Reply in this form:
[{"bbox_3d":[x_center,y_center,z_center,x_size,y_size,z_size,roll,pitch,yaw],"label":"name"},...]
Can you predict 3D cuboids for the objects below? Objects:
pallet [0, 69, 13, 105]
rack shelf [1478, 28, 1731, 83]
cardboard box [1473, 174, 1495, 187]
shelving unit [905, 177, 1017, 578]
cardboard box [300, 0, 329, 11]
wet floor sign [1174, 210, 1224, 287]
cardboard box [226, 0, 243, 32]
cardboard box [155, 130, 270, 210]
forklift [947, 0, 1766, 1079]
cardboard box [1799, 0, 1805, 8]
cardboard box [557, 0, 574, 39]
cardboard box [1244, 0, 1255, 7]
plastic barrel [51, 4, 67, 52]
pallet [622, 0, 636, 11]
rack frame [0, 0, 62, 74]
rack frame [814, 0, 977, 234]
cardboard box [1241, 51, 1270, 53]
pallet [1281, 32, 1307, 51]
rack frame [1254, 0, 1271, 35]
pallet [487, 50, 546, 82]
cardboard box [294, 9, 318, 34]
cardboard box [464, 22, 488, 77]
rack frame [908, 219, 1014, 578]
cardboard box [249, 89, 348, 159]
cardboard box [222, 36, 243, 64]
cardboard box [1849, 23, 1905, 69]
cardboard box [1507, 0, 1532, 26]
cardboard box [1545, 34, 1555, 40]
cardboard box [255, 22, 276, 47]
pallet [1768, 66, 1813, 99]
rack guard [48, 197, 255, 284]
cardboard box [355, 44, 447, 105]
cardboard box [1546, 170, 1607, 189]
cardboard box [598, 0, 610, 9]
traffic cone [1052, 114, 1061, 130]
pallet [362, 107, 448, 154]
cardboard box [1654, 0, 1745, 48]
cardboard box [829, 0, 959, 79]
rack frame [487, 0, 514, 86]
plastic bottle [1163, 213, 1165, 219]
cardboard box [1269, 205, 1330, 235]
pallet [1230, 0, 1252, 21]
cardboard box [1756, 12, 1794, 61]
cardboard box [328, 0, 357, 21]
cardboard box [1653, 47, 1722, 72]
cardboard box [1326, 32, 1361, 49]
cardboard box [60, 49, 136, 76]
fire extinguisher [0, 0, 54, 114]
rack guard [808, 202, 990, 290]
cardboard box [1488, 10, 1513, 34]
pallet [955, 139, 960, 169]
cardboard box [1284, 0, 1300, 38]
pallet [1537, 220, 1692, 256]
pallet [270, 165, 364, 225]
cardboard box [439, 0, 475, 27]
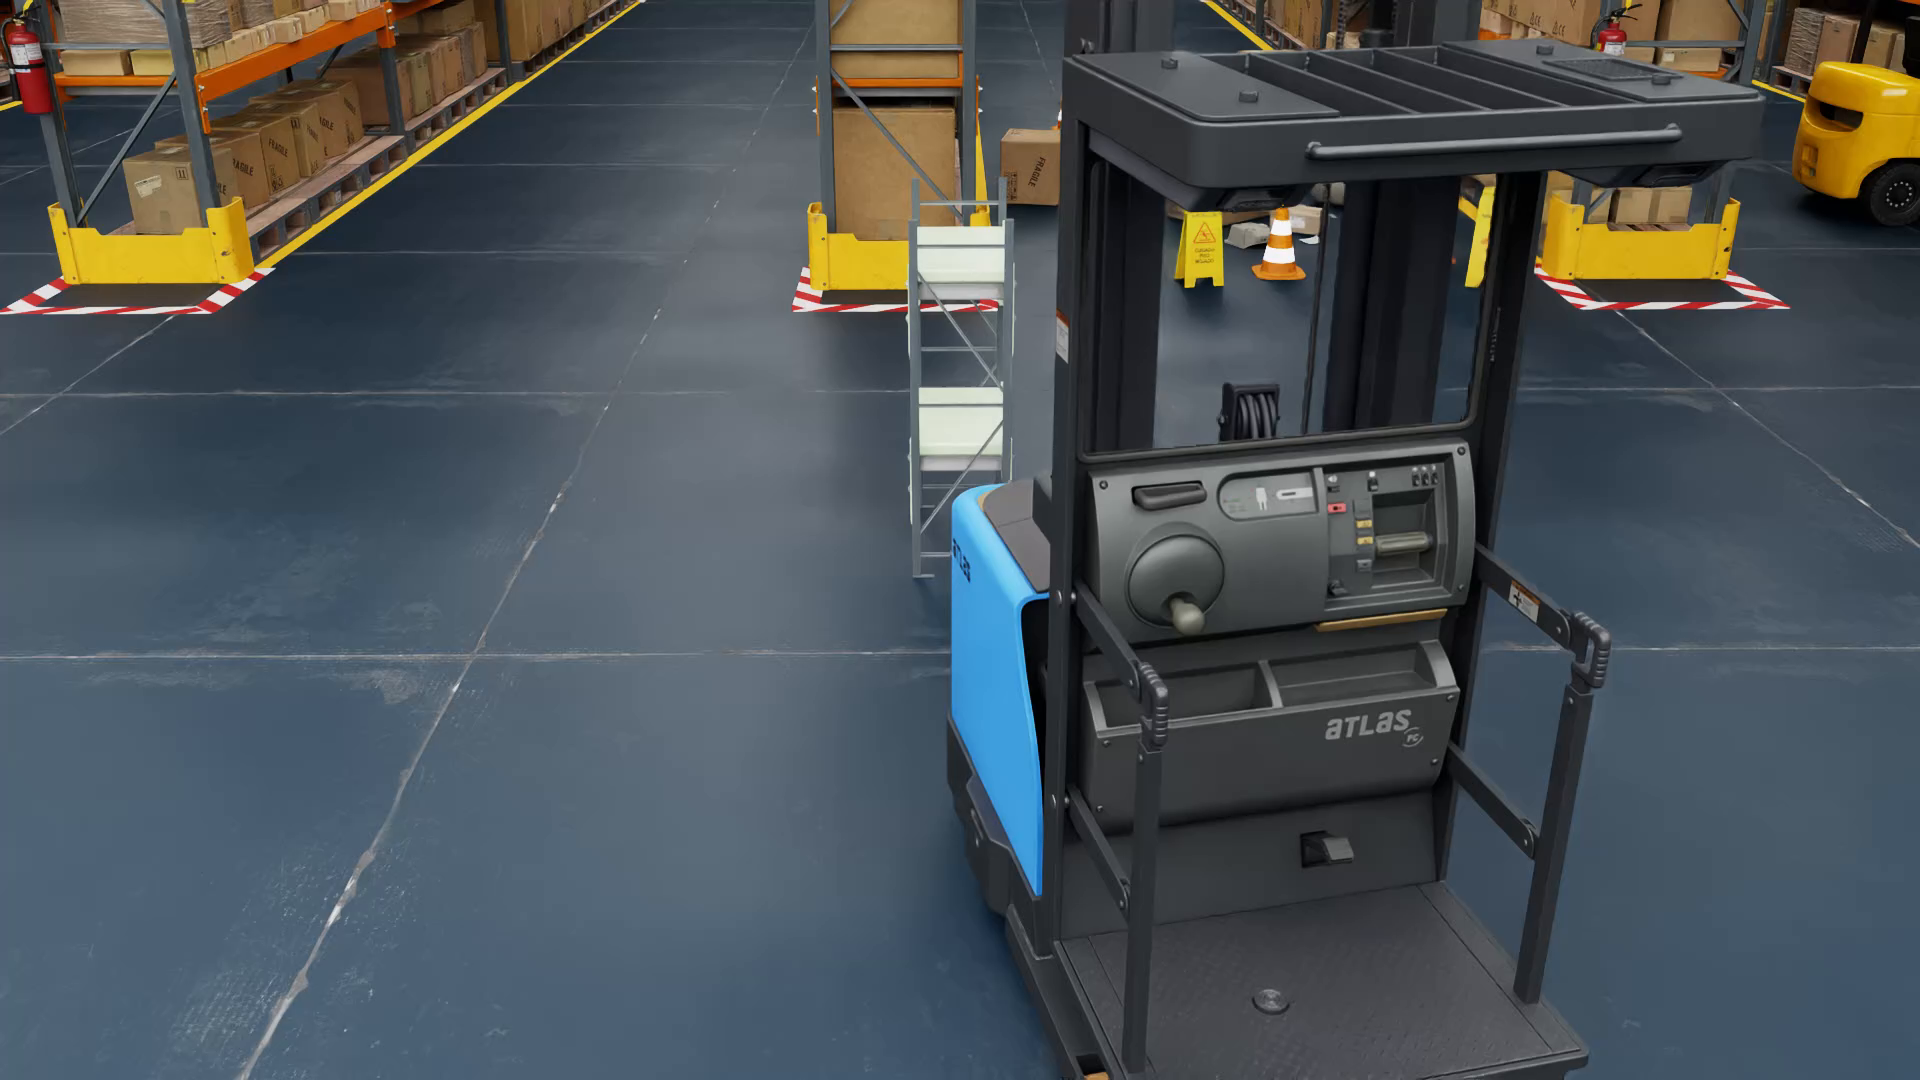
[{"bbox_3d":[-10.428,-4.784,17.572,1.003,0.211,1.213,0,24,-1],"label":"pallet"},{"bbox_3d":[4.529,-3.641,12.533,1.077,0.370,4.000,0,24,-1],"label":"rack shelf"},{"bbox_3d":[4.264,-2.844,12.725,0.500,0.250,0.500,-1,24,-2],"label":"cardboard box"},{"bbox_3d":[0.000,-0.681,6.935,0.431,1.500,0.755,0,24,-1],"label":"shelving unit"},{"bbox_3d":[-5.382,-4.332,12.705,0.875,0.500,0.500,0,24,-1],"label":"cardboard box"},{"bbox_3d":[1.583,-2.005,10.900,0.267,0.644,0.232,-4,25,-10],"label":"wet floor sign"},{"bbox_3d":[-5.462,-3.713,11.338,0.875,0.500,0.500,0,24,-1],"label":"cardboard box"},{"bbox_3d":[-5.389,-2.656,12.006,0.500,0.500,0.500,6,25,13],"label":"cardboard box"},{"bbox_3d":[0.806,0.025,3.639,1.130,2.935,3.031,-6,25,-12],"label":"forklift"},{"bbox_3d":[9.757,-6.139,18.919,0.380,0.149,0.250,0,24,1],"label":"cardboard box"},{"bbox_3d":[-5.452,-6.636,20.351,1.225,0.875,0.875,-1,24,-2],"label":"cardboard box"},{"bbox_3d":[4.510,-7.741,23.326,0.875,0.438,0.875,-1,24,-2],"label":"cardboard box"},{"bbox_3d":[-10.516,-5.866,19.089,0.421,0.512,0.421,0,24,0],"label":"plastic barrel"},{"bbox_3d":[-5.446,-8.093,24.888,1.003,0.211,1.213,0,24,-1],"label":"pallet"},{"bbox_3d":[-10.398,-6.374,17.703,1.000,3.000,0.127,0,24,-1],"label":"rack frame"},{"bbox_3d":[-0.397,-3.081,10.421,1.000,3.000,0.127,0,24,-1],"label":"rack frame"},{"bbox_3d":[2.728,-3.978,14.521,0.500,0.500,0.500,0,24,-1],"label":"cardboard box"},{"bbox_3d":[4.520,-5.997,20.254,1.003,0.211,1.213,0,24,-1],"label":"pallet"},{"bbox_3d":[4.420,-8.089,21.495,1.000,3.000,0.127,0,24,-1],"label":"rack frame"},{"bbox_3d":[-5.379,-5.451,19.046,1.003,0.211,1.213,0,24,-1],"label":"pallet"},{"bbox_3d":[-5.104,-3.928,12.600,0.380,0.149,0.250,0,24,-1],"label":"cardboard box"},{"bbox_3d":[-5.418,-5.182,17.567,0.700,0.500,0.500,-2,24,-3],"label":"cardboard box"},{"bbox_3d":[0.004,-0.530,6.601,0.400,1.500,0.023,0,24,-1],"label":"rack frame"},{"bbox_3d":[-5.424,-3.400,13.650,0.500,0.500,0.500,8,25,16],"label":"cardboard box"},{"bbox_3d":[-5.094,-3.310,11.234,0.380,0.149,0.250,0,24,-1],"label":"cardboard box"},{"bbox_3d":[9.443,-4.770,16.530,0.875,0.625,0.625,-1,24,-3],"label":"cardboard box"},{"bbox_3d":[4.267,-3.960,11.884,0.500,0.500,0.500,0,24,-1],"label":"cardboard box"},{"bbox_3d":[4.238,-3.393,11.416,0.380,0.149,0.250,-1,24,-1],"label":"cardboard box"},{"bbox_3d":[-5.143,-3.619,11.917,0.380,0.149,0.250,0,24,-1],"label":"cardboard box"},{"bbox_3d":[9.397,-4.855,17.728,1.003,0.211,1.213,0,24,-1],"label":"pallet"},{"bbox_3d":[-5.359,-1.992,11.048,1.175,0.500,0.348,0,24,-1],"label":"rack guard"},{"bbox_3d":[-5.380,-4.490,16.037,0.700,0.500,0.500,-2,24,-5],"label":"cardboard box"},{"bbox_3d":[4.282,-2.754,11.615,0.500,0.500,0.500,0,24,0],"label":"cardboard box"},{"bbox_3d":[-5.426,-7.911,23.170,0.875,0.875,0.875,0,24,-1],"label":"cardboard box"},{"bbox_3d":[1.054,-4.132,15.825,0.336,0.463,0.334,0,24,-1],"label":"traffic cone"},{"bbox_3d":[-5.412,-3.798,15.392,1.003,0.211,1.213,0,24,-1],"label":"pallet"},{"bbox_3d":[4.823,-3.522,10.915,0.500,0.500,0.500,-1,24,-1],"label":"cardboard box"},{"bbox_3d":[-0.447,-3.302,10.728,0.875,0.550,0.550,0,24,-1],"label":"cardboard box"},{"bbox_3d":[-5.445,-6.396,17.753,1.000,3.000,0.127,0,24,-1],"label":"rack frame"},{"bbox_3d":[1.444,-2.506,12.716,0.133,0.061,0.283,-9,26,-19],"label":"plastic bottle"},{"bbox_3d":[2.517,-2.376,12.323,0.380,0.149,0.250,13,27,27],"label":"cardboard box"},{"bbox_3d":[4.474,-7.636,23.878,1.003,0.211,1.213,0,24,-1],"label":"pallet"},{"bbox_3d":[9.208,-5.690,18.716,0.500,0.500,0.500,0,24,1],"label":"cardboard box"},{"bbox_3d":[-5.055,-4.238,13.284,0.380,0.149,0.250,0,24,-1],"label":"cardboard box"},{"bbox_3d":[4.755,-3.171,10.926,0.380,0.149,0.250,0,24,0],"label":"cardboard box"},{"bbox_3d":[4.460,-5.202,17.791,0.950,0.372,0.625,-2,24,-4],"label":"cardboard box"},{"bbox_3d":[-5.568,-3.102,10.773,0.380,0.149,0.250,0,24,-1],"label":"cardboard box"},{"bbox_3d":[-5.818,-3.015,10.371,0.296,0.674,0.183,0,24,-1],"label":"fire extinguisher"},{"bbox_3d":[-0.397,-1.932,10.914,1.175,0.500,0.348,0,24,-1],"label":"rack guard"},{"bbox_3d":[4.226,-3.916,12.573,0.380,0.149,0.250,0,24,-1],"label":"cardboard box"},{"bbox_3d":[-0.511,-3.145,13.947,1.003,0.211,1.213,0,24,-1],"label":"pallet"},{"bbox_3d":[4.525,-6.685,20.460,0.875,0.875,0.875,0,24,1],"label":"cardboard box"},{"bbox_3d":[4.577,-2.240,11.947,1.003,0.211,1.213,0,24,-1],"label":"pallet"},{"bbox_3d":[-5.343,-2.697,12.957,1.003,0.211,1.213,0,24,-1],"label":"pallet"},{"bbox_3d":[-5.408,-5.524,17.412,0.500,0.250,0.500,1,24,2],"label":"cardboard box"}]
